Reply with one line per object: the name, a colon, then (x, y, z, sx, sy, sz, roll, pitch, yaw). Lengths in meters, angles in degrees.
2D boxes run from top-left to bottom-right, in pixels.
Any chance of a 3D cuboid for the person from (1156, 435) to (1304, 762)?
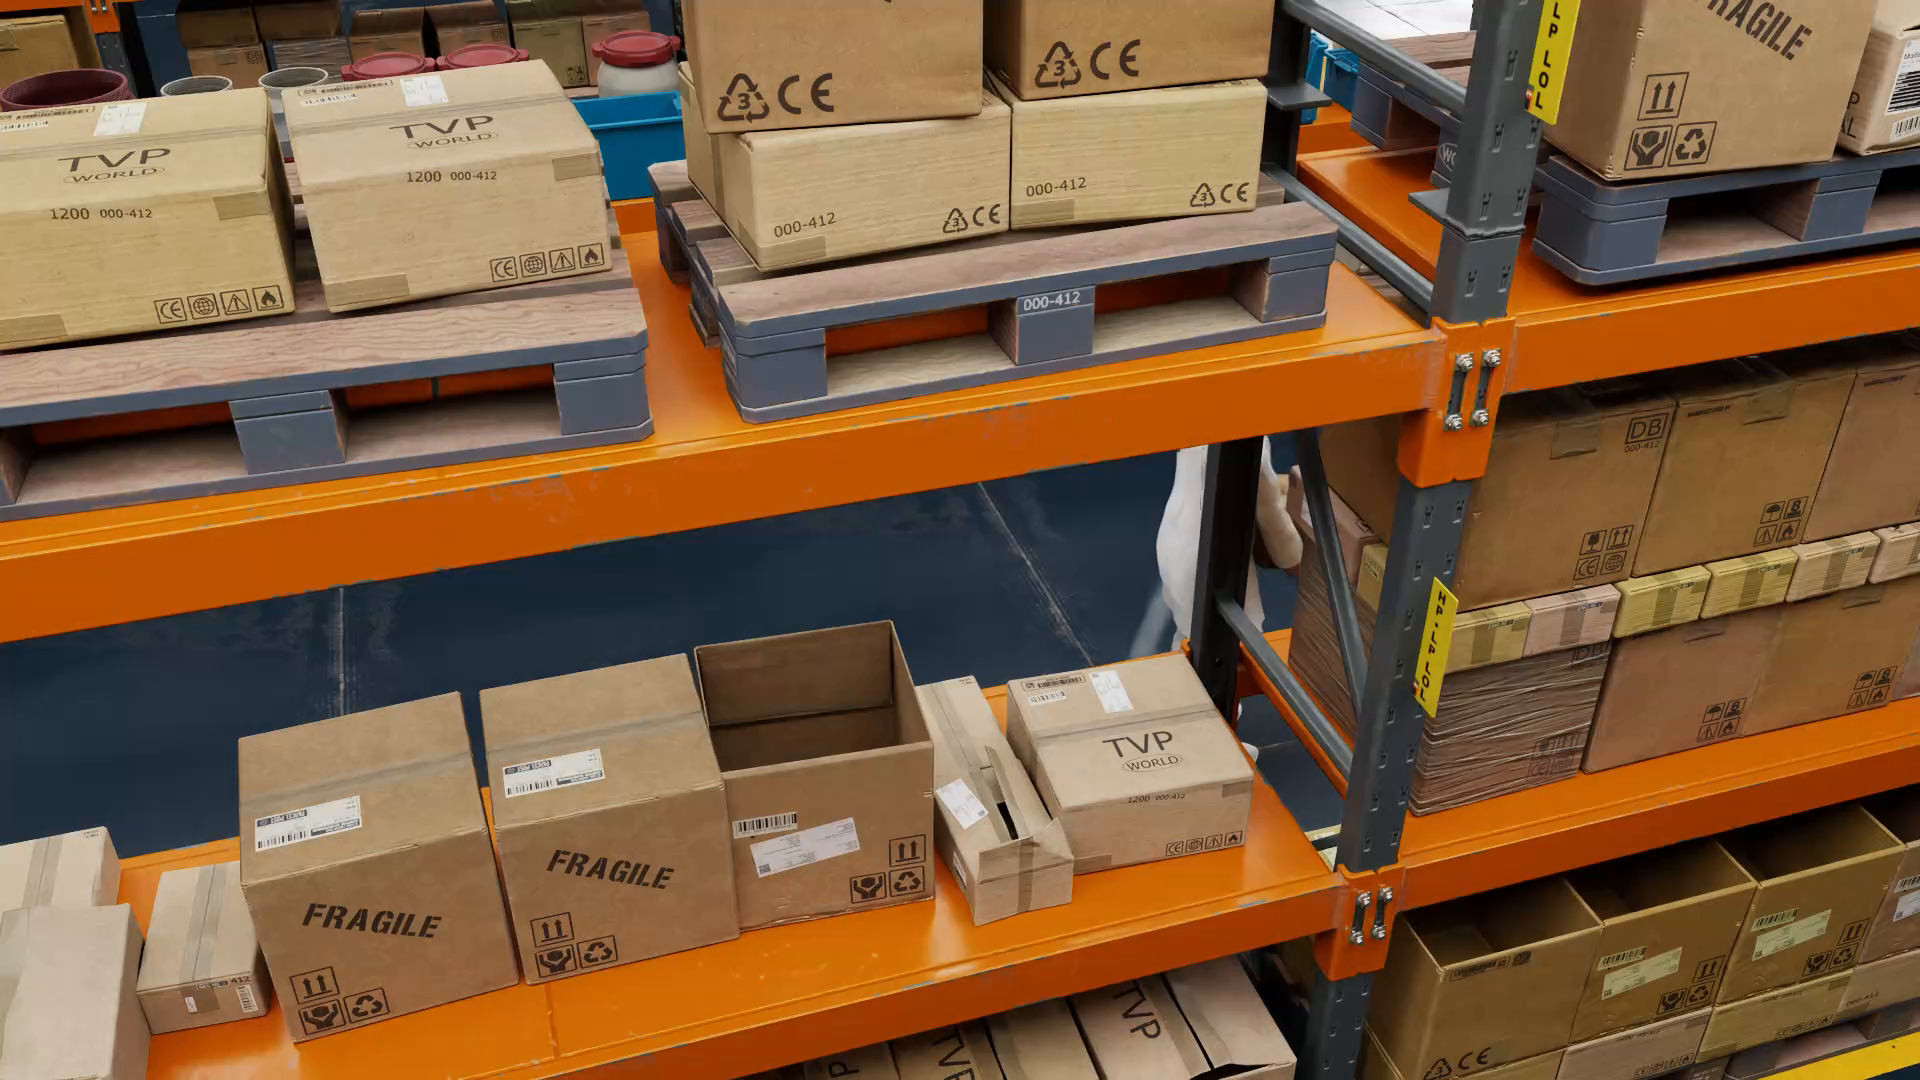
person: (1.006, 0.053, 6.079, 0.569, 1.780, 0.528, -10, 35, -15)
